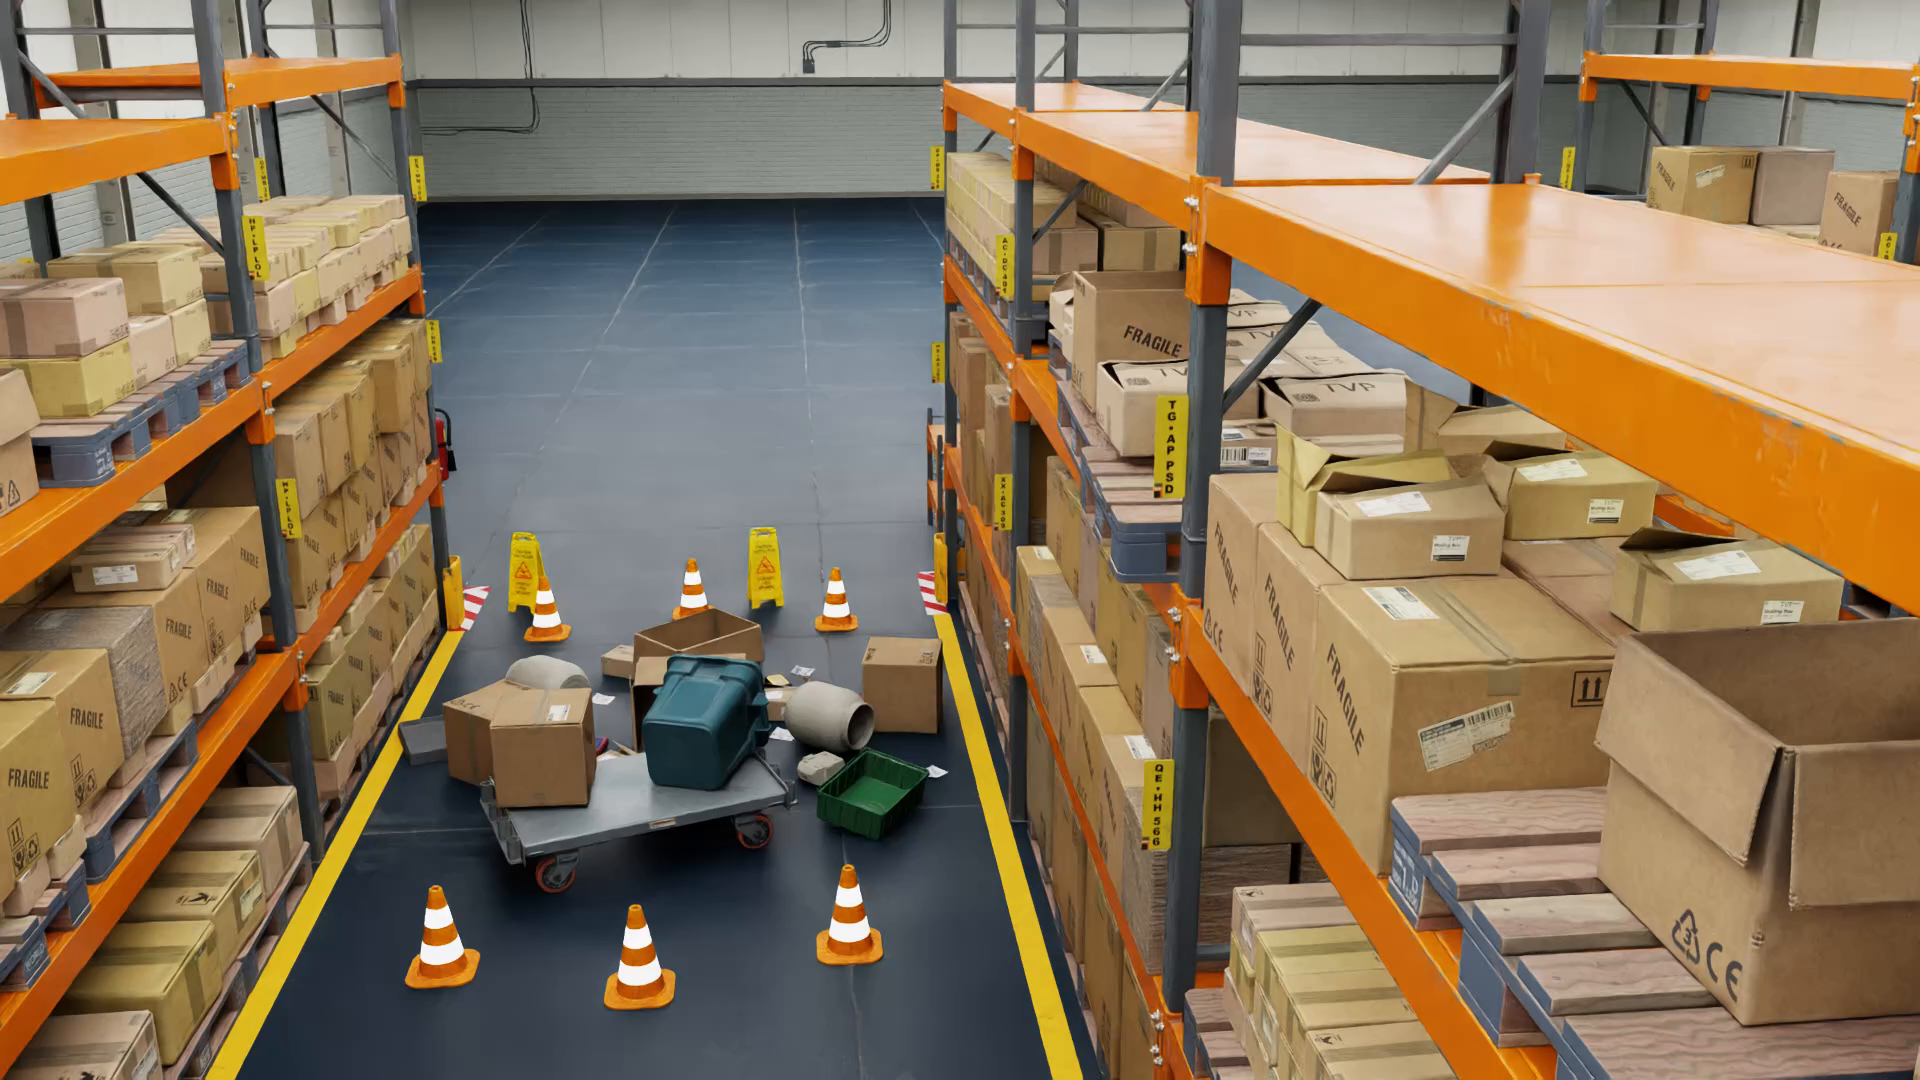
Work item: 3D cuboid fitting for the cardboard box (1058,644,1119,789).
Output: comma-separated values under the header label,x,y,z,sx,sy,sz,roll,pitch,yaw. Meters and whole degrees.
label,x,y,z,sx,sy,sz,roll,pitch,yaw
cardboard box,0.735,0.789,7.561,0.500,0.500,0.500,-2,17,-5

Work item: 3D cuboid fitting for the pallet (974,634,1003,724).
label,x,y,z,sx,sy,sz,roll,pitch,yaw
pallet,0.665,0.959,11.844,1.003,0.211,1.213,-2,18,-6

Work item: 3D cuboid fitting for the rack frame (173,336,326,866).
label,x,y,z,sx,sy,sz,roll,pitch,yaw
rack frame,-4.119,0.404,8.954,1.000,3.000,0.127,-2,18,-6

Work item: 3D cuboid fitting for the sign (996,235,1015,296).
label,x,y,z,sx,sy,sz,roll,pitch,yaw
sign,0.242,-1.477,8.942,0.100,0.325,0.005,-2,18,-6

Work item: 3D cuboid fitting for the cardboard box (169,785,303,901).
label,x,y,z,sx,sy,sz,roll,pitch,yaw
cardboard box,-4.062,1.614,8.787,0.950,0.372,0.625,-2,17,-5

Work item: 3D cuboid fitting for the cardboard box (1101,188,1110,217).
label,x,y,z,sx,sy,sz,roll,pitch,yaw
cardboard box,1.041,-1.989,9.789,0.380,0.149,0.250,-2,18,-6

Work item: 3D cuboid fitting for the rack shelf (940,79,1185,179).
label,x,y,z,sx,sy,sz,roll,pitch,yaw
rack shelf,0.588,-2.703,10.704,1.077,0.370,4.000,-2,18,-6

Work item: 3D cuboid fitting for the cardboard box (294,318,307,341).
label,x,y,z,sx,sy,sz,roll,pitch,yaw
cardboard box,-4.000,-1.233,9.582,0.380,0.149,0.250,-1,17,-4

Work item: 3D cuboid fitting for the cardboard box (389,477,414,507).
label,x,y,z,sx,sy,sz,roll,pitch,yaw
cardboard box,-4.082,-0.338,11.738,0.380,0.149,0.250,-1,17,-5

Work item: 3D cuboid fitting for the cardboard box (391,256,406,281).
label,x,y,z,sx,sy,sz,roll,pitch,yaw
cardboard box,-4.158,-1.928,11.794,0.380,0.149,0.250,-2,18,-5

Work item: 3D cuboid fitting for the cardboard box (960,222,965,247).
label,x,y,z,sx,sy,sz,roll,pitch,yaw
cardboard box,0.203,-2.117,11.528,0.380,0.149,0.250,-2,18,-5

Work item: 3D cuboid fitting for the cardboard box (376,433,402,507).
label,x,y,z,sx,sy,sz,roll,pitch,yaw
cardboard box,-4.106,-0.525,11.252,0.500,0.500,0.500,-2,18,-6

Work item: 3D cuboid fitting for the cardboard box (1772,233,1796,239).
label,x,y,z,sx,sy,sz,roll,pitch,yaw
cardboard box,5.276,-1.932,10.973,0.380,0.149,0.250,-1,17,-3

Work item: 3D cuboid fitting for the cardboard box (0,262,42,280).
label,x,y,z,sx,sy,sz,roll,pitch,yaw
cardboard box,-4.396,-1.059,7.323,0.500,0.250,0.500,-2,18,-7

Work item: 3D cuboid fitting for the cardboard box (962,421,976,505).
label,x,y,z,sx,sy,sz,roll,pitch,yaw
cardboard box,0.476,-0.599,11.899,0.875,0.550,0.550,-2,18,-6

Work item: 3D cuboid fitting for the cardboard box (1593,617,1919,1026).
label,x,y,z,sx,sy,sz,roll,pitch,yaw
cardboard box,1.591,0.460,2.896,0.797,0.503,0.637,-2,18,-6

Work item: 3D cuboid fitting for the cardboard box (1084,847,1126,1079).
label,x,y,z,sx,sy,sz,roll,pitch,yaw
cardboard box,1.140,1.842,7.431,1.050,0.750,0.750,-2,17,-5

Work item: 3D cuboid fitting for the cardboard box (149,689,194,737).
label,x,y,z,sx,sy,sz,roll,pitch,yaw
cardboard box,-3.700,0.773,7.498,0.380,0.149,0.250,-2,18,-6

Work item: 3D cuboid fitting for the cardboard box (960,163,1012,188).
label,x,y,z,sx,sy,sz,roll,pitch,yaw
cardboard box,0.203,-2.498,11.411,0.380,0.149,0.250,-2,18,-7

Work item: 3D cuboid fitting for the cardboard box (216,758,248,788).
label,x,y,z,sx,sy,sz,roll,pitch,yaw
cardboard box,-4.447,1.348,9.838,0.500,0.250,0.500,-1,17,-3

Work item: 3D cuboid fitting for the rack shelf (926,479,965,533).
label,x,y,z,sx,sy,sz,roll,pitch,yaw
rack shelf,0.001,-0.301,15.148,0.538,0.278,1.000,-2,18,-6

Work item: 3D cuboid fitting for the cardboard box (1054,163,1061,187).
label,x,y,z,sx,sy,sz,roll,pitch,yaw
cardboard box,0.857,-2.518,11.475,0.380,0.149,0.250,-2,18,-5

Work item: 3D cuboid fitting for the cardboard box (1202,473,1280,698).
label,x,y,z,sx,sy,sz,roll,pitch,yaw
cardboard box,1.001,0.113,4.709,0.500,0.500,0.500,-2,18,-6

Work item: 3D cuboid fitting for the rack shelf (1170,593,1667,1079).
label,x,y,z,sx,sy,sz,roll,pitch,yaw
rack shelf,1.413,0.921,3.501,1.077,0.370,4.000,-2,18,-6

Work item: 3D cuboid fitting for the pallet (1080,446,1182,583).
label,x,y,z,sx,sy,sz,roll,pitch,yaw
pallet,1.088,-0.118,5.926,1.213,0.211,1.003,-1,17,-3

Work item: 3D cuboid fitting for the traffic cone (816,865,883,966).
label,x,y,z,sx,sy,sz,roll,pitch,yaw
traffic cone,-0.569,1.878,8.496,0.336,0.463,0.334,-2,18,-6

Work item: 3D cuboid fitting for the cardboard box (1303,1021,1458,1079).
label,x,y,z,sx,sy,sz,roll,pitch,yaw
cardboard box,1.140,1.425,4.430,0.380,0.149,0.250,-3,18,-8

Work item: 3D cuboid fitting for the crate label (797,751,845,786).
label,x,y,z,sx,sy,sz,roll,pitch,yaw
crate label,-0.868,1.437,10.443,0.250,0.136,0.298,16,24,42

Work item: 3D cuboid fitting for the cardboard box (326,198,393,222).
label,x,y,z,sx,sy,sz,roll,pitch,yaw
cardboard box,-4.215,-2.309,11.678,0.380,0.149,0.250,-1,17,-5

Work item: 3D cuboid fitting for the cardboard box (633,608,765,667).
label,x,y,z,sx,sy,sz,roll,pitch,yaw
cardboard box,-1.832,0.849,11.706,0.637,0.503,0.797,16,24,42

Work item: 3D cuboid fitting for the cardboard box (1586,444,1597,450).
label,x,y,z,sx,sy,sz,roll,pitch,yaw
cardboard box,5.135,-0.731,12.991,0.380,0.149,0.250,-2,18,-6

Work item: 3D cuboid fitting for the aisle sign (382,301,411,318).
label,x,y,z,sx,sy,sz,roll,pitch,yaw
aisle sign,-4.250,-2.055,12.448,0.394,0.787,0.004,-2,18,-6

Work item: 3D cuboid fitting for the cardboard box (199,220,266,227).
label,x,y,z,sx,sy,sz,roll,pitch,yaw
cardboard box,-4.572,-1.912,10.414,0.380,0.149,0.250,-1,17,-4

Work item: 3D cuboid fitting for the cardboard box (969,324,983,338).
label,x,y,z,sx,sy,sz,roll,pitch,yaw
cardboard box,0.530,-1.284,12.280,0.875,0.550,0.550,-2,18,-6

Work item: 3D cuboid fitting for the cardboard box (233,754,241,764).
label,x,y,z,sx,sy,sz,roll,pitch,yaw
cardboard box,-4.447,0.990,9.726,0.500,0.500,0.500,-2,18,-6

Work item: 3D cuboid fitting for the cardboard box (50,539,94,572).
label,x,y,z,sx,sy,sz,roll,pitch,yaw
cardboard box,-4.304,0.312,7.883,0.500,0.500,0.500,-2,18,-5

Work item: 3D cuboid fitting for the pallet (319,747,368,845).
label,x,y,z,sx,sy,sz,roll,pitch,yaw
pallet,-4.223,1.536,10.006,1.003,0.211,1.213,-2,18,-6

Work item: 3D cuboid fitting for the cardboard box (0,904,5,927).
label,x,y,z,sx,sy,sz,roll,pitch,yaw
cardboard box,-3.551,1.328,5.731,0.380,0.149,0.250,-3,18,-9

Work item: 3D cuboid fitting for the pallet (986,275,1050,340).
label,x,y,z,sx,sy,sz,roll,pitch,yaw
pallet,0.720,-1.411,9.878,1.003,0.211,1.213,-2,18,-6

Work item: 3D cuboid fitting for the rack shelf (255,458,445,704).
label,x,y,z,sx,sy,sz,roll,pitch,yaw
rack shelf,-4.325,0.152,10.960,1.077,0.370,4.000,-2,18,-6

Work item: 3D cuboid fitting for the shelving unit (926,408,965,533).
label,x,y,z,sx,sy,sz,roll,pitch,yaw
shelving unit,0.001,-0.535,15.075,0.538,1.125,1.048,-2,18,-6

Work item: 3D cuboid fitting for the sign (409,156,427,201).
label,x,y,z,sx,sy,sz,roll,pitch,yaw
sign,-3.977,-2.652,12.204,0.100,0.325,0.005,-2,18,-6

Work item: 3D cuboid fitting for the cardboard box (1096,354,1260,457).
label,x,y,z,sx,sy,sz,roll,pitch,yaw
cardboard box,0.801,-0.526,6.190,0.500,0.311,0.500,-2,18,-6

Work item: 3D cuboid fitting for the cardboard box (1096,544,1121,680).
label,x,y,z,sx,sy,sz,roll,pitch,yaw
cardboard box,1.009,0.299,7.455,0.700,0.500,0.500,-2,18,-6

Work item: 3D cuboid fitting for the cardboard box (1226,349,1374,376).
label,x,y,z,sx,sy,sz,roll,pitch,yaw
cardboard box,1.299,-0.566,6.420,0.500,0.250,0.500,-1,17,-4

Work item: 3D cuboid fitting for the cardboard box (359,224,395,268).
label,x,y,z,sx,sy,sz,roll,pitch,yaw
cardboard box,-4.173,-1.994,11.341,0.500,0.250,0.500,-2,18,-6

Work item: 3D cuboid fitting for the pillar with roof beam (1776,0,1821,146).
label,x,y,z,sx,sy,sz,roll,pitch,yaw
pillar with roof beam,14.282,-11.250,36.062,9.100,9.000,0.400,-2,18,-6

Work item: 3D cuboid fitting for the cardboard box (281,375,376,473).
label,x,y,z,sx,sy,sz,roll,pitch,yaw
cardboard box,-4.005,-0.703,10.150,0.700,0.500,0.500,-2,18,-7

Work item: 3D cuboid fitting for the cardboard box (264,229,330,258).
label,x,y,z,sx,sy,sz,roll,pitch,yaw
cardboard box,-4.016,-1.778,9.984,0.380,0.149,0.250,-2,18,-6

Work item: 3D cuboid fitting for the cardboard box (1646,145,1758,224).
label,x,y,z,sx,sy,sz,roll,pitch,yaw
cardboard box,5.210,-2.502,11.706,0.500,0.500,0.500,-2,18,-6

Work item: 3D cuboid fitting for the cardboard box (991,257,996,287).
label,x,y,z,sx,sy,sz,roll,pitch,yaw
cardboard box,0.384,-1.589,9.846,0.380,0.149,0.250,-2,17,-5

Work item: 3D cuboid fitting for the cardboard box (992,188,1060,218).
label,x,y,z,sx,sy,sz,roll,pitch,yaw
cardboard box,0.388,-1.968,9.722,0.380,0.149,0.250,-2,18,-6

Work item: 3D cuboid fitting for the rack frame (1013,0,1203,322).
label,x,y,z,sx,sy,sz,roll,pitch,yaw
rack frame,0.794,-2.641,8.638,1.000,3.000,0.127,-2,18,-6

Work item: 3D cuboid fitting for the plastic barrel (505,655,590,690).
label,x,y,z,sx,sy,sz,roll,pitch,yaw
plastic barrel,-2.813,1.010,11.325,0.512,0.421,0.421,11,21,32

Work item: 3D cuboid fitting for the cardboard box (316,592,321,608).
label,x,y,z,sx,sy,sz,roll,pitch,yaw
cardboard box,-3.910,0.347,9.557,0.380,0.149,0.250,-1,17,-4

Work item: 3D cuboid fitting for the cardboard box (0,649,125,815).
label,x,y,z,sx,sy,sz,roll,pitch,yaw
cardboard box,-3.645,0.752,6.483,0.500,0.500,0.500,-1,17,-5

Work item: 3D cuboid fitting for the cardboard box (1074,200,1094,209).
label,x,y,z,sx,sy,sz,roll,pitch,yaw
cardboard box,0.916,-1.983,10.437,0.500,0.250,0.500,-2,18,-6

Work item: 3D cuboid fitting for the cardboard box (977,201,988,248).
label,x,y,z,sx,sy,sz,roll,pitch,yaw
cardboard box,0.387,-1.967,10.384,0.500,0.250,0.500,-2,18,-6
